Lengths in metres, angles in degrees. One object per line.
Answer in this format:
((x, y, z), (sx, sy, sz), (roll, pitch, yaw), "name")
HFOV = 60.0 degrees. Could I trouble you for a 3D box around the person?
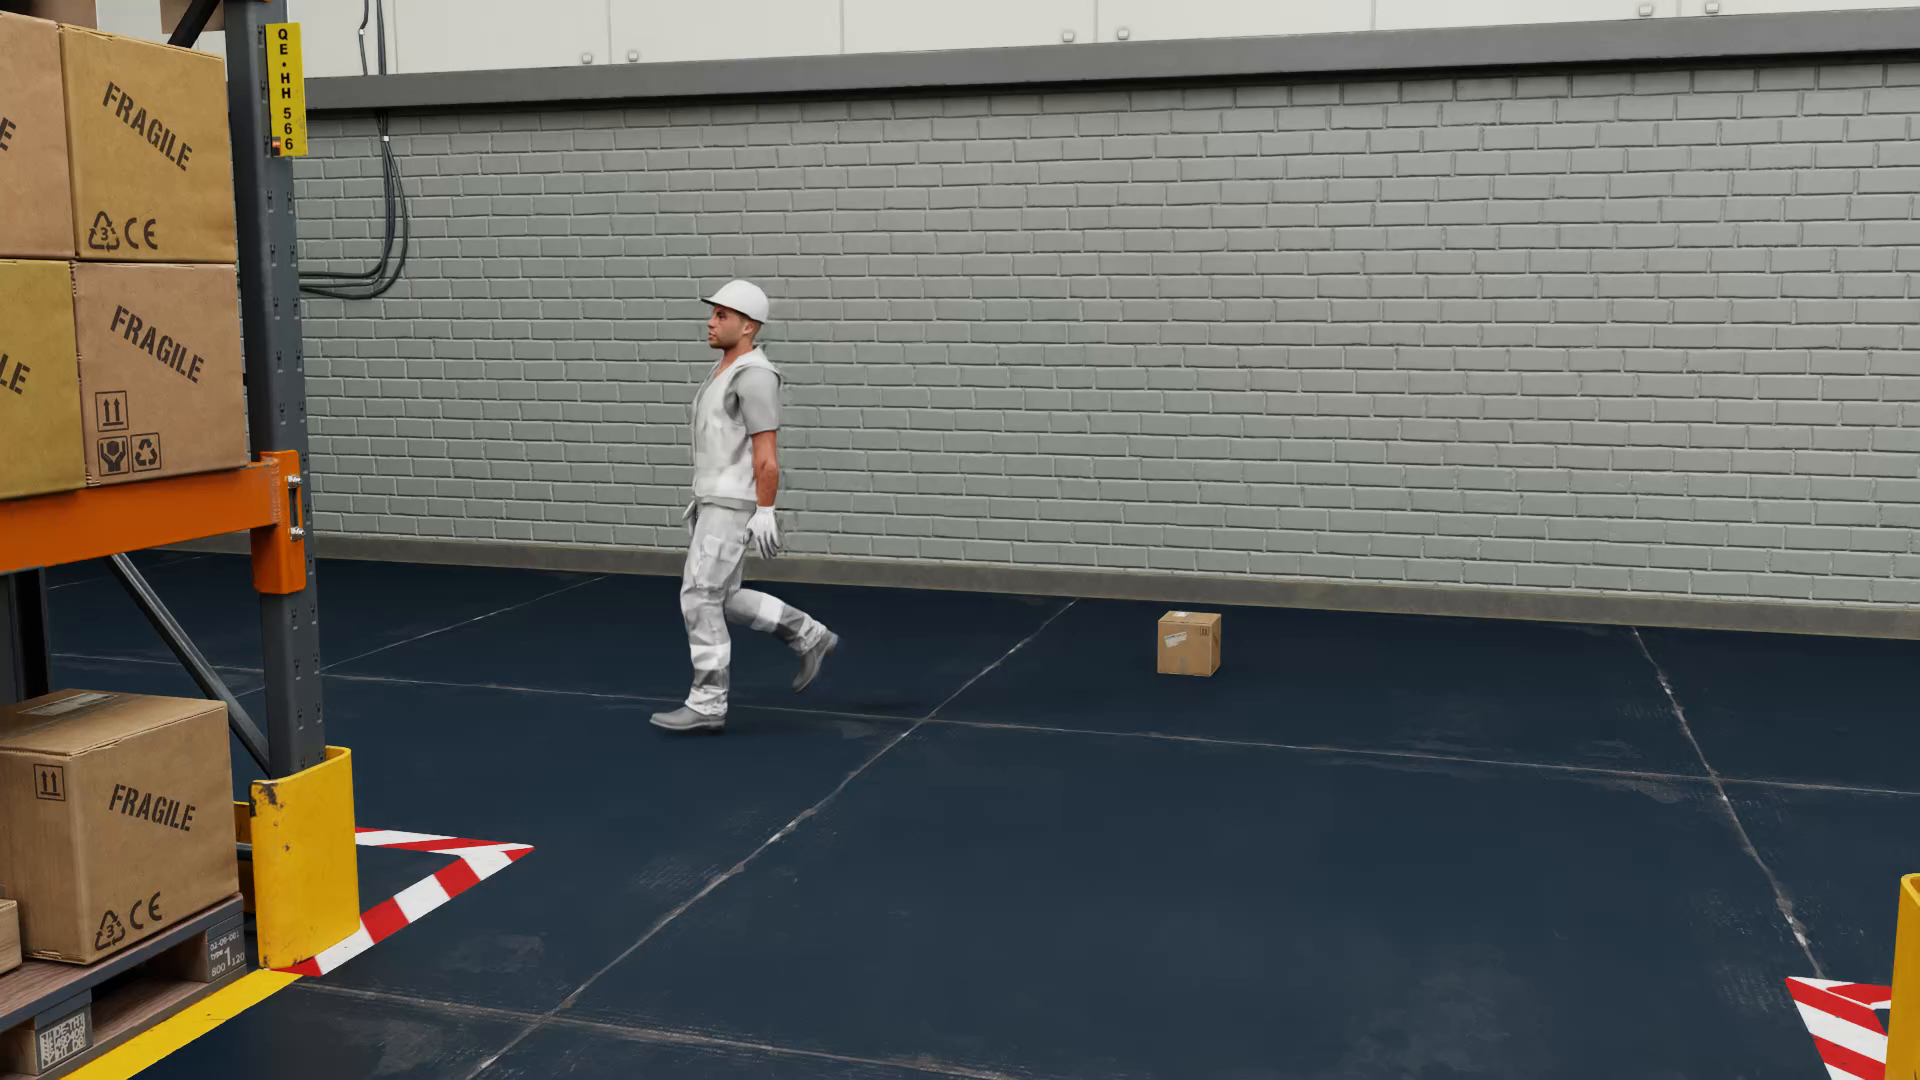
((-0.861, -0.142, 6.621), (0.810, 1.765, 0.535), (-3, 9, -18), "person")
